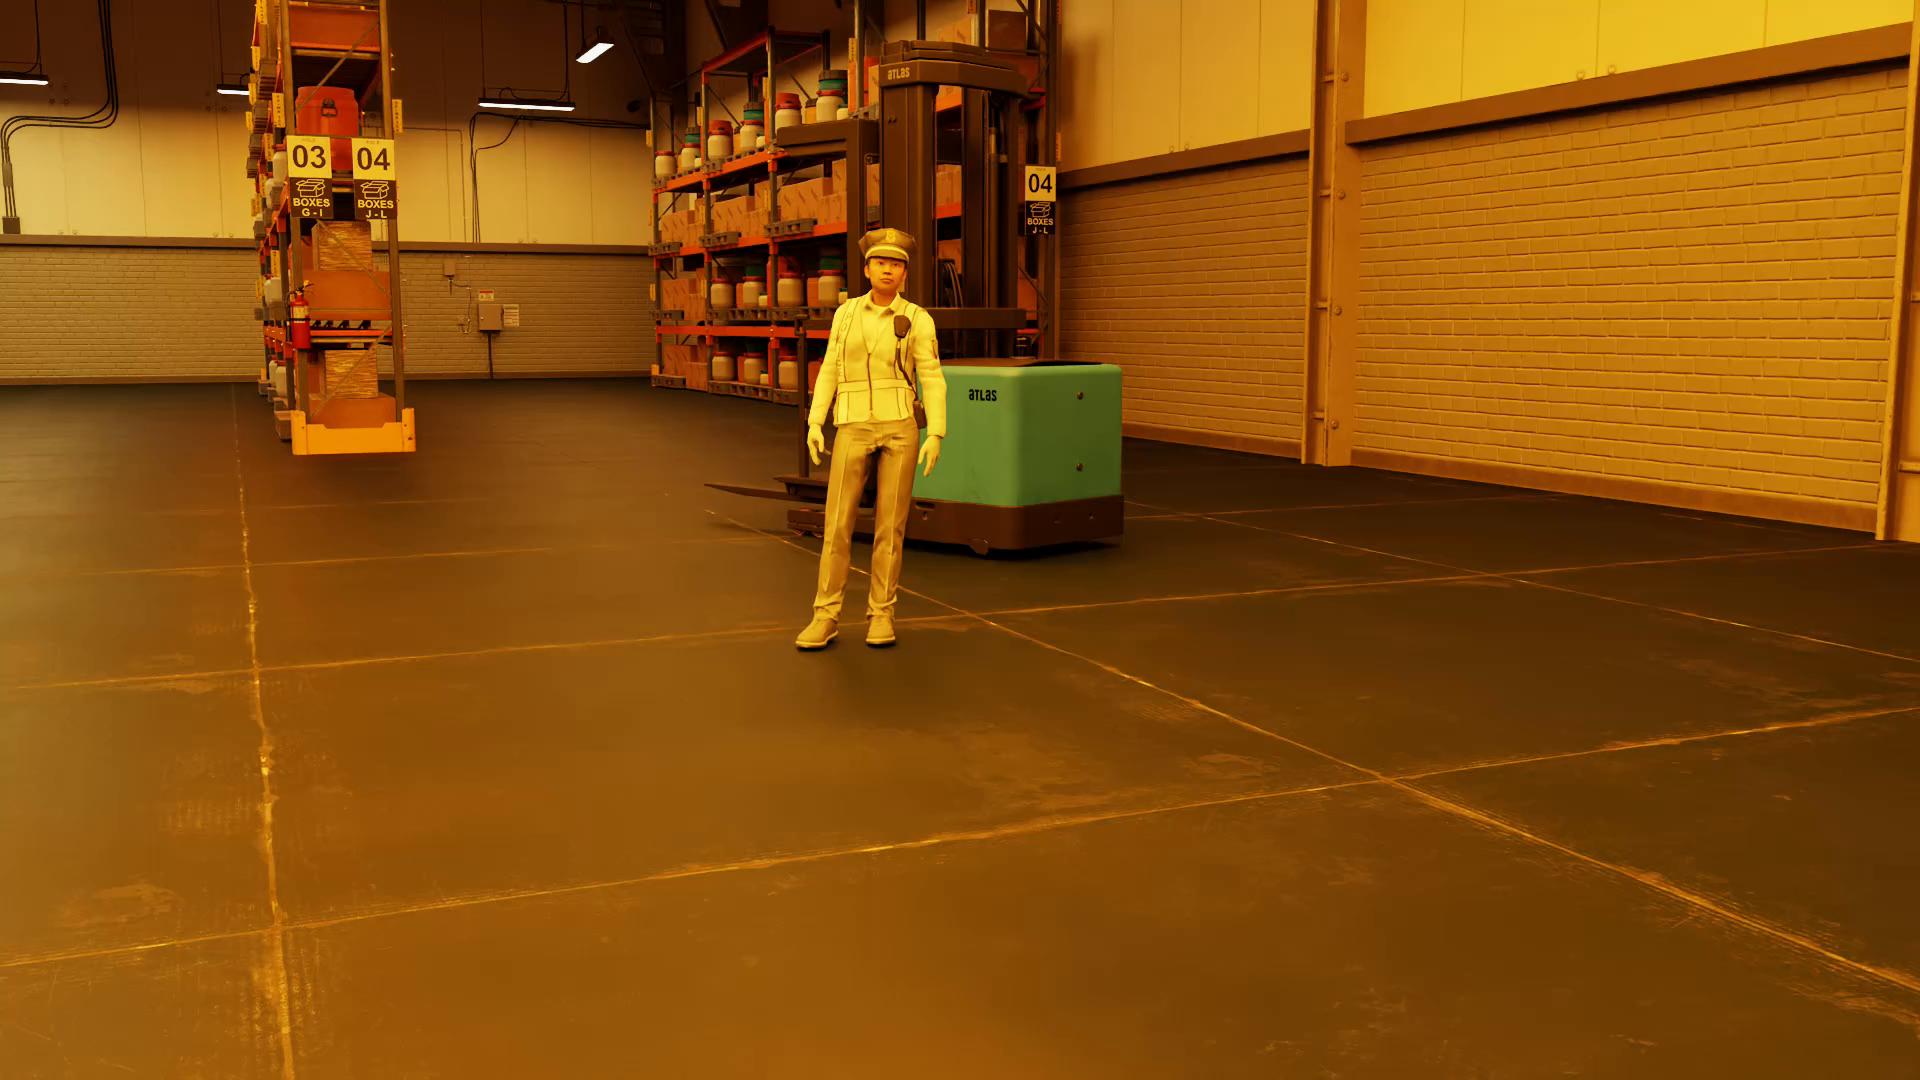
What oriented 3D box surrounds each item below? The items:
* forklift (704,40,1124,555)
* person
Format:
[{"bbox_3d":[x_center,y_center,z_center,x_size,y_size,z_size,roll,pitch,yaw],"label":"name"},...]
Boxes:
[{"bbox_3d":[-0.436,-1.509,10.383,3.031,2.935,1.130,7,10,44],"label":"forklift"},{"bbox_3d":[-0.355,-0.425,6.835,0.587,1.694,0.531,1,8,8],"label":"person"}]
